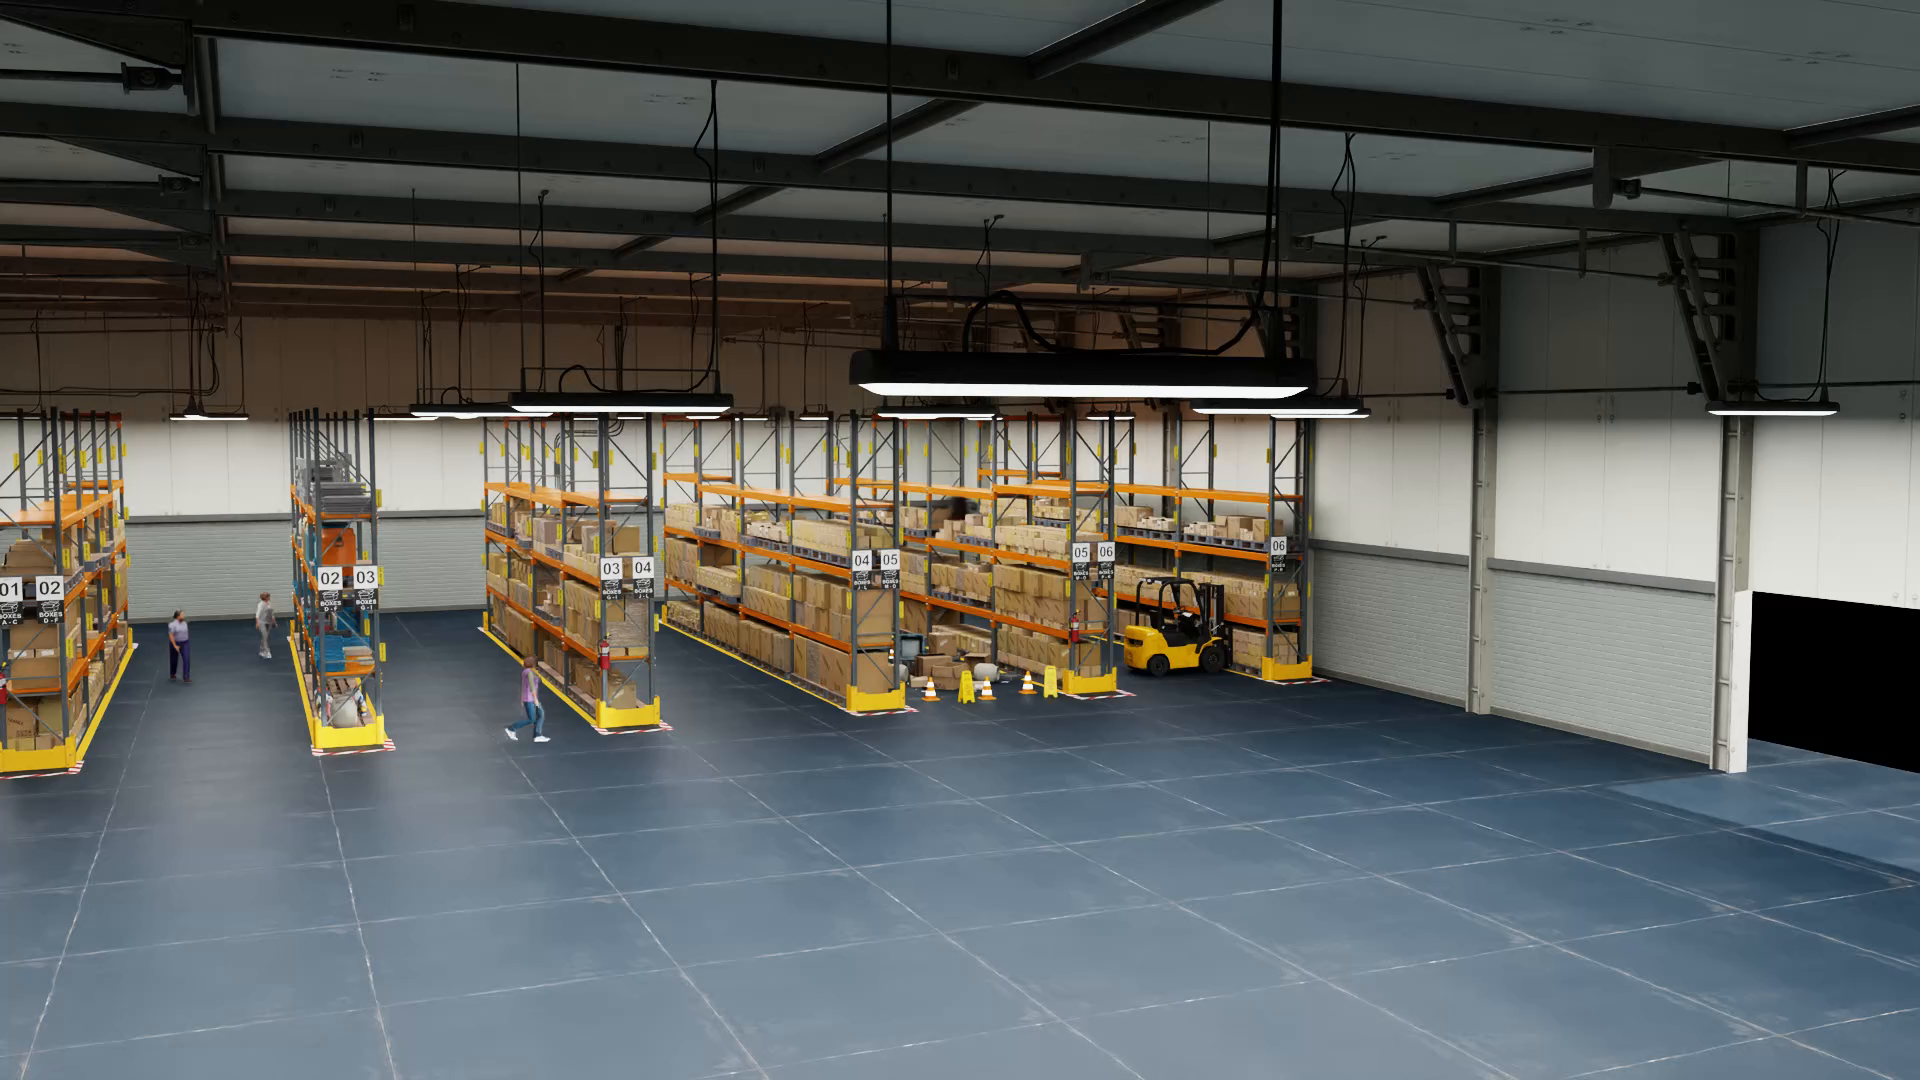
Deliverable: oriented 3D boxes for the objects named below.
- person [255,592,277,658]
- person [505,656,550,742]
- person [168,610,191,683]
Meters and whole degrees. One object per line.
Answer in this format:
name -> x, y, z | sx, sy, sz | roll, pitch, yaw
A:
person -> -16.990, 2.062, 40.733 | 0.716, 1.582, 0.492 | 3, 5, 37
person -> -7.733, 2.857, 29.716 | 0.745, 1.539, 0.395 | -1, 4, -9
person -> -17.289, 2.342, 36.809 | 0.438, 1.602, 0.940 | -3, 5, -33
